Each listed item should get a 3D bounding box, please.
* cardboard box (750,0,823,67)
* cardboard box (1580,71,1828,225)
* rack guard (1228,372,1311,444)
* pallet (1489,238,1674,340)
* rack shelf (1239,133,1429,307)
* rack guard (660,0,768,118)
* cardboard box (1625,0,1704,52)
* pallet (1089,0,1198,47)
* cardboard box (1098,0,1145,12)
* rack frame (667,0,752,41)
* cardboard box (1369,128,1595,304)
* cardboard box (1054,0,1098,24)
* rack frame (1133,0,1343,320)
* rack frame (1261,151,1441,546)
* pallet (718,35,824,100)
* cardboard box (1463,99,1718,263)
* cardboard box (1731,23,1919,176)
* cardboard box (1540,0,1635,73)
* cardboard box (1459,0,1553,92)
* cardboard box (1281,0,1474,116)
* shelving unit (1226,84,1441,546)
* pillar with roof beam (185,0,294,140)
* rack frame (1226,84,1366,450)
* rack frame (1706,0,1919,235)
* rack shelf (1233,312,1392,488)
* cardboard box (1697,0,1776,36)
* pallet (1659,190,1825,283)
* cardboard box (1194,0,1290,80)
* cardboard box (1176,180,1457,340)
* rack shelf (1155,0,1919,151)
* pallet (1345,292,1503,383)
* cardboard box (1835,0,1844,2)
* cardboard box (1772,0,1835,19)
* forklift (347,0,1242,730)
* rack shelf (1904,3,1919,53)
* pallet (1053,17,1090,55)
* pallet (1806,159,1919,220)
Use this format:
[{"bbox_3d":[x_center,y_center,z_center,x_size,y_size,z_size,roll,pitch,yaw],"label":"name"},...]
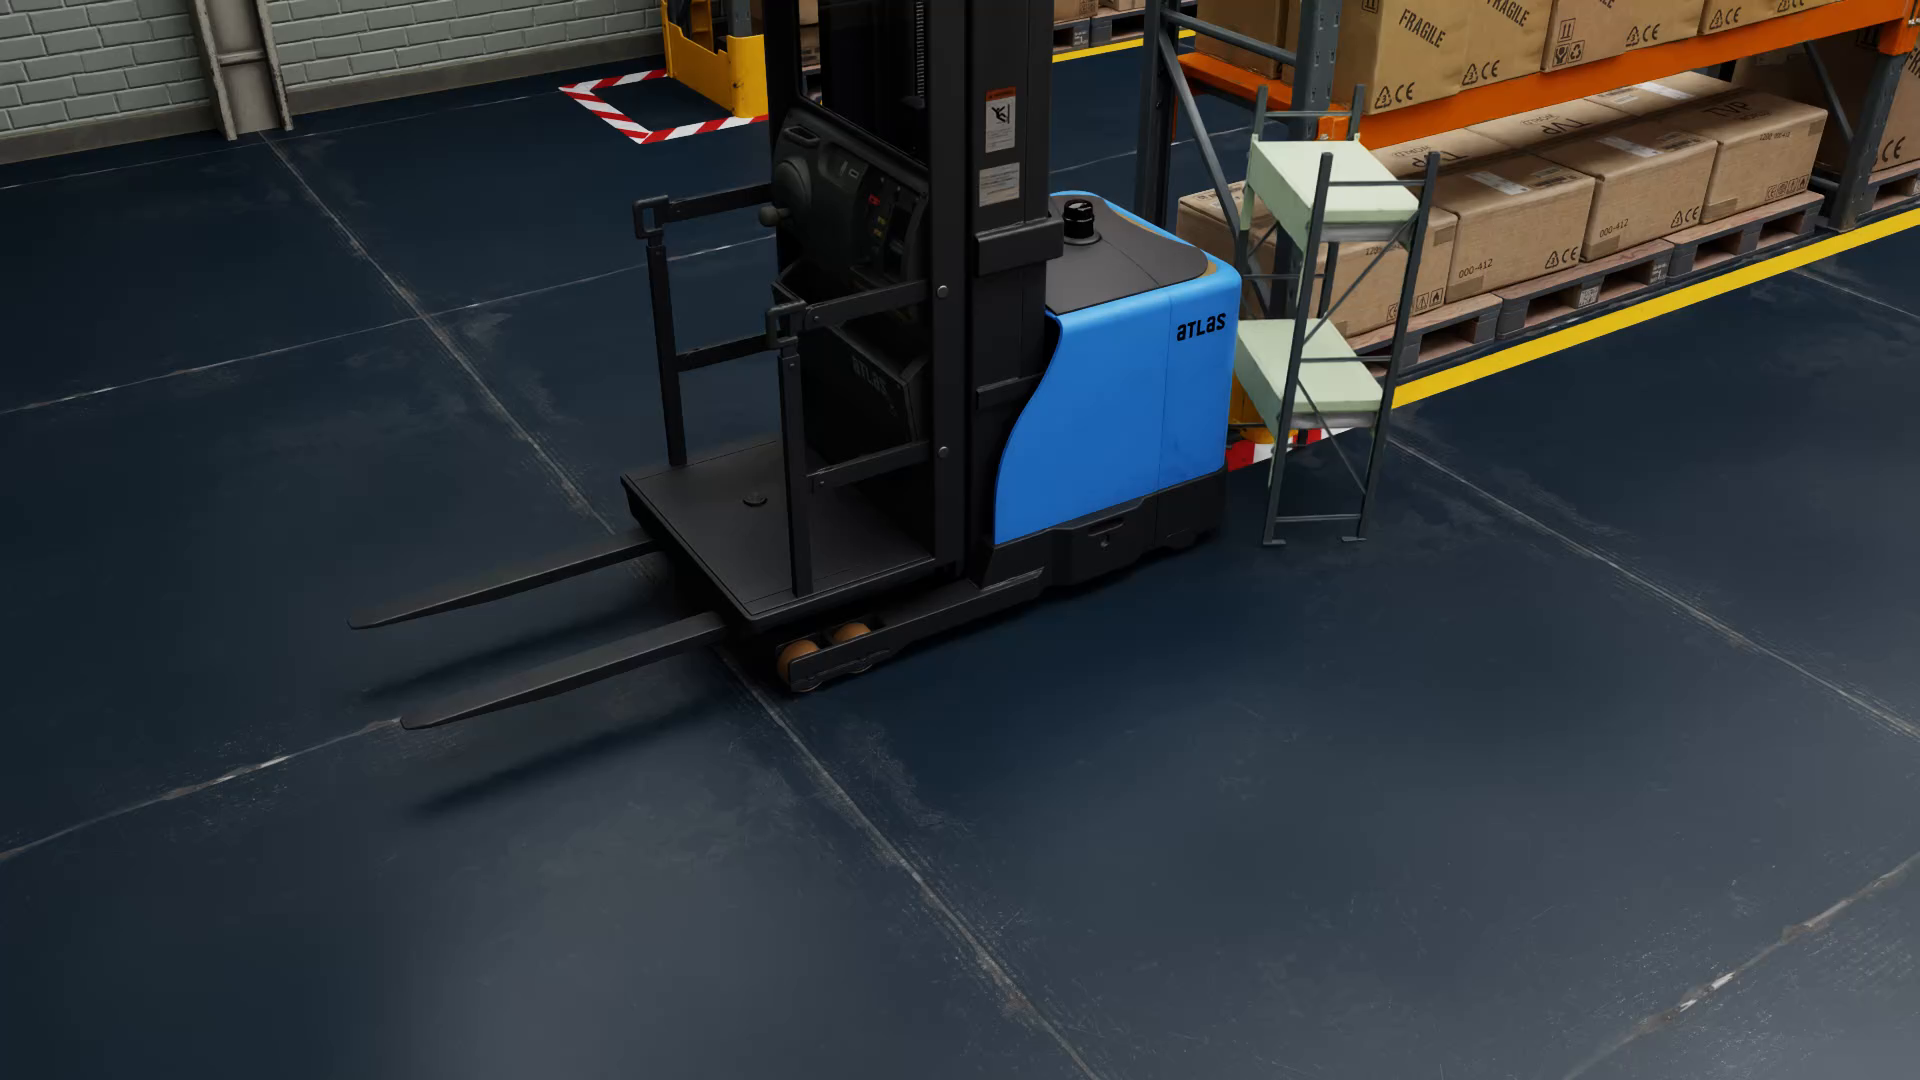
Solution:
[{"bbox_3d":[-1.043,-3.450,10.854,0.637,0.503,0.797,-21,38,-29],"label":"cardboard box"},{"bbox_3d":[3.860,-2.086,8.754,0.875,0.438,0.875,-20,37,-28],"label":"cardboard box"},{"bbox_3d":[1.064,-0.905,7.217,0.348,0.500,1.175,-19,37,-27],"label":"rack guard"},{"bbox_3d":[2.738,-1.407,8.282,1.213,0.211,1.003,-19,37,-27],"label":"pallet"},{"bbox_3d":[1.315,-1.153,5.926,0.431,0.370,0.720,-2,32,-7],"label":"rack shelf"},{"bbox_3d":[-1.545,-3.159,10.789,0.348,0.500,1.175,-19,37,-27],"label":"rack guard"},{"bbox_3d":[2.902,-2.472,7.263,0.500,0.500,0.500,-18,36,-26],"label":"cardboard box"},{"bbox_3d":[1.176,-3.973,12.351,1.213,0.211,1.003,-19,37,-27],"label":"pallet"},{"bbox_3d":[1.144,-3.976,11.910,0.258,0.266,0.396,-18,36,-26],"label":"cardboard box"},{"bbox_3d":[-1.609,-4.194,10.087,0.127,3.000,1.000,-19,37,-27],"label":"rack frame"},{"bbox_3d":[2.349,-1.567,7.931,0.875,0.438,0.875,-18,36,-26],"label":"cardboard box"},{"bbox_3d":[0.569,-3.979,11.695,0.500,0.500,0.700,-20,38,-29],"label":"cardboard box"},{"bbox_3d":[1.084,-1.969,6.561,0.127,3.000,1.000,-19,37,-27],"label":"rack frame"},{"bbox_3d":[1.349,-0.629,5.826,0.400,1.500,0.023,-2,32,-7],"label":"rack frame"},{"bbox_3d":[-0.875,-3.268,11.232,1.213,0.211,1.003,-19,37,-27],"label":"pallet"},{"bbox_3d":[3.108,-1.827,8.343,0.875,0.438,0.875,-20,37,-29],"label":"cardboard box"},{"bbox_3d":[4.924,-2.620,9.189,0.875,0.875,0.875,-18,36,-26],"label":"cardboard box"},{"bbox_3d":[2.490,-2.319,7.022,0.500,0.500,0.500,-19,37,-28],"label":"cardboard box"},{"bbox_3d":[2.053,-2.180,6.801,0.500,0.500,0.500,-20,37,-28],"label":"cardboard box"},{"bbox_3d":[1.643,-2.022,6.550,0.500,0.500,0.500,-19,37,-28],"label":"cardboard box"},{"bbox_3d":[1.301,-0.822,6.133,0.431,1.500,0.755,-2,32,-7],"label":"shelving unit"},{"bbox_3d":[-2.031,-4.426,4.832,0.400,9.000,9.100,-19,37,-27],"label":"pillar with roof beam"},{"bbox_3d":[1.253,-1.016,6.440,0.400,1.500,0.023,-2,32,-7],"label":"rack frame"},{"bbox_3d":[4.446,-3.126,8.394,0.127,3.000,1.000,-19,37,-27],"label":"rack frame"},{"bbox_3d":[1.290,-0.546,6.306,0.431,0.370,0.720,-2,32,-7],"label":"rack shelf"},{"bbox_3d":[3.350,-2.616,7.492,0.500,0.500,0.500,-20,37,-28],"label":"cardboard box"},{"bbox_3d":[3.764,-1.762,8.845,1.213,0.211,1.003,-19,37,-27],"label":"pallet"},{"bbox_3d":[1.346,-2.270,6.943,0.500,0.500,0.500,-19,37,-27],"label":"cardboard box"},{"bbox_3d":[1.584,-1.299,7.506,0.875,0.438,0.875,-20,38,-29],"label":"cardboard box"},{"bbox_3d":[2.765,-2.243,7.669,4.000,0.370,1.077,-19,37,-27],"label":"rack shelf"},{"bbox_3d":[1.713,-1.056,7.727,1.213,0.211,1.003,-19,37,-27],"label":"pallet"},{"bbox_3d":[4.194,-2.919,7.973,0.500,0.500,0.500,-19,37,-27],"label":"cardboard box"},{"bbox_3d":[3.765,-2.768,7.733,0.500,0.500,0.500,-20,37,-28],"label":"cardboard box"},{"bbox_3d":[-0.536,-1.064,5.189,3.031,2.935,1.130,-18,37,-26],"label":"forklift"},{"bbox_3d":[6.127,-3.400,9.502,4.000,0.370,1.077,-19,37,-27],"label":"rack shelf"},{"bbox_3d":[0.149,-3.618,11.788,1.213,0.211,1.003,-19,37,-27],"label":"pallet"},{"bbox_3d":[5.054,-2.203,9.545,1.213,0.211,1.003,-19,37,-27],"label":"pallet"}]
